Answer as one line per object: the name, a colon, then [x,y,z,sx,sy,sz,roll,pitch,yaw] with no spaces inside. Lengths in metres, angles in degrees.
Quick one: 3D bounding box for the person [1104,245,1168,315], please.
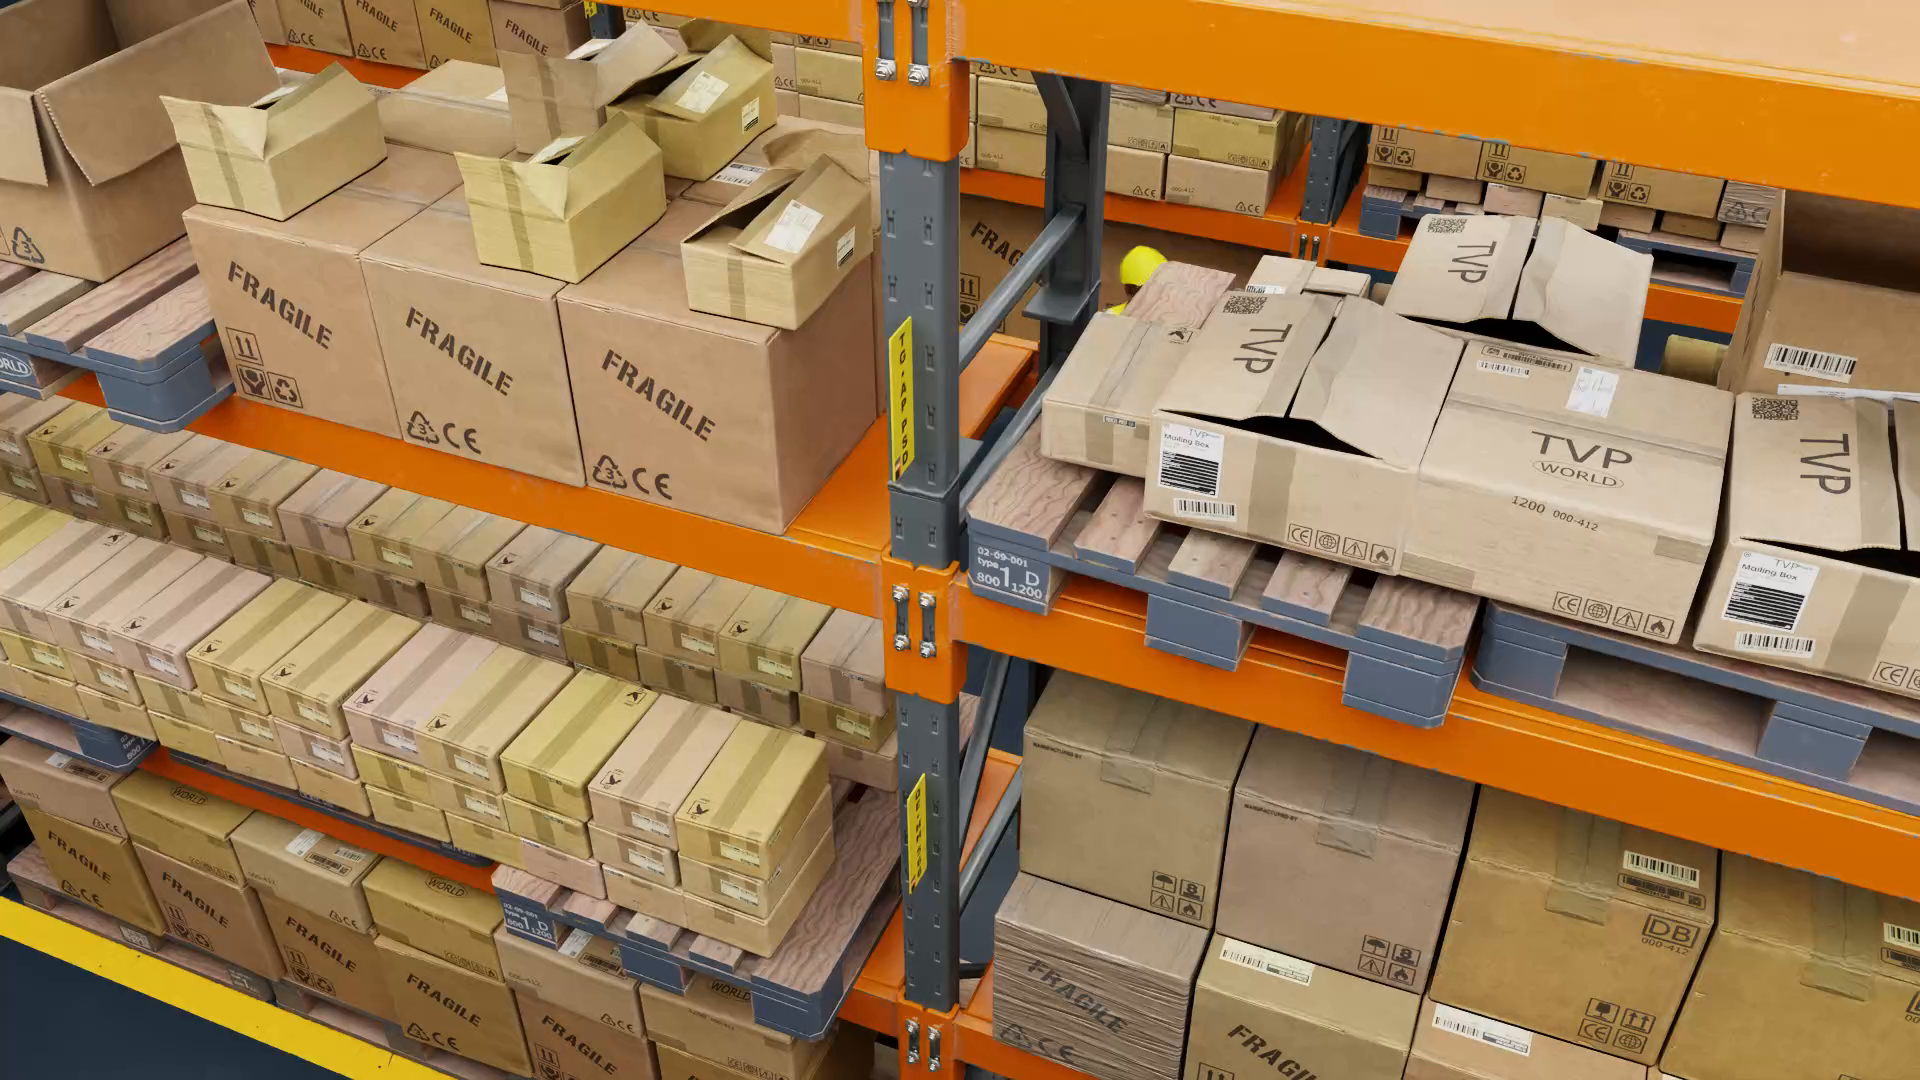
person: [0.849,-0.433,7.357,0.553,1.771,0.550,-15,40,-19]
